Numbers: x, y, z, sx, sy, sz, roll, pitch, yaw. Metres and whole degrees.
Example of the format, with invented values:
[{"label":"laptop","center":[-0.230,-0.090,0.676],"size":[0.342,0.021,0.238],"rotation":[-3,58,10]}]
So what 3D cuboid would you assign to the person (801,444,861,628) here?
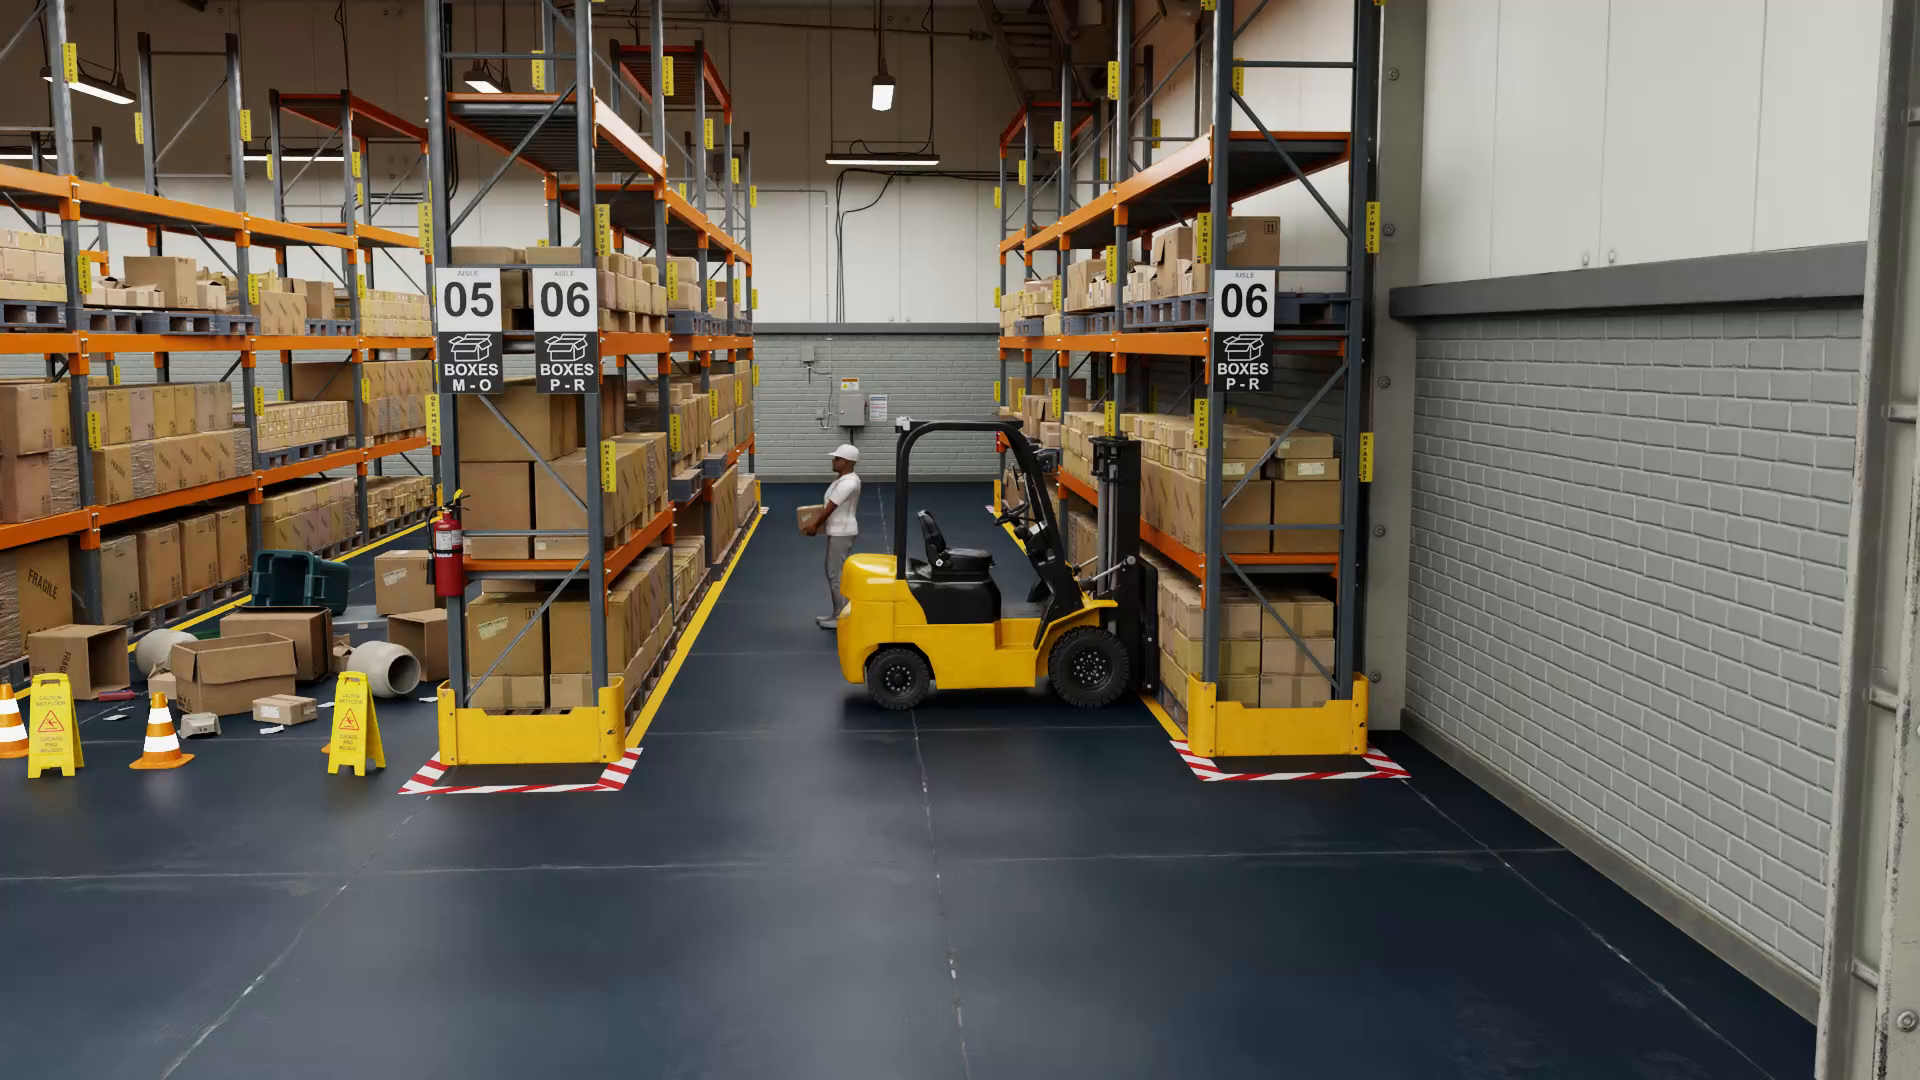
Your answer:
[{"label":"person","center":[-1.241,-0.041,16.011],"size":[0.577,1.761,0.502],"rotation":[0,7,-4]}]
